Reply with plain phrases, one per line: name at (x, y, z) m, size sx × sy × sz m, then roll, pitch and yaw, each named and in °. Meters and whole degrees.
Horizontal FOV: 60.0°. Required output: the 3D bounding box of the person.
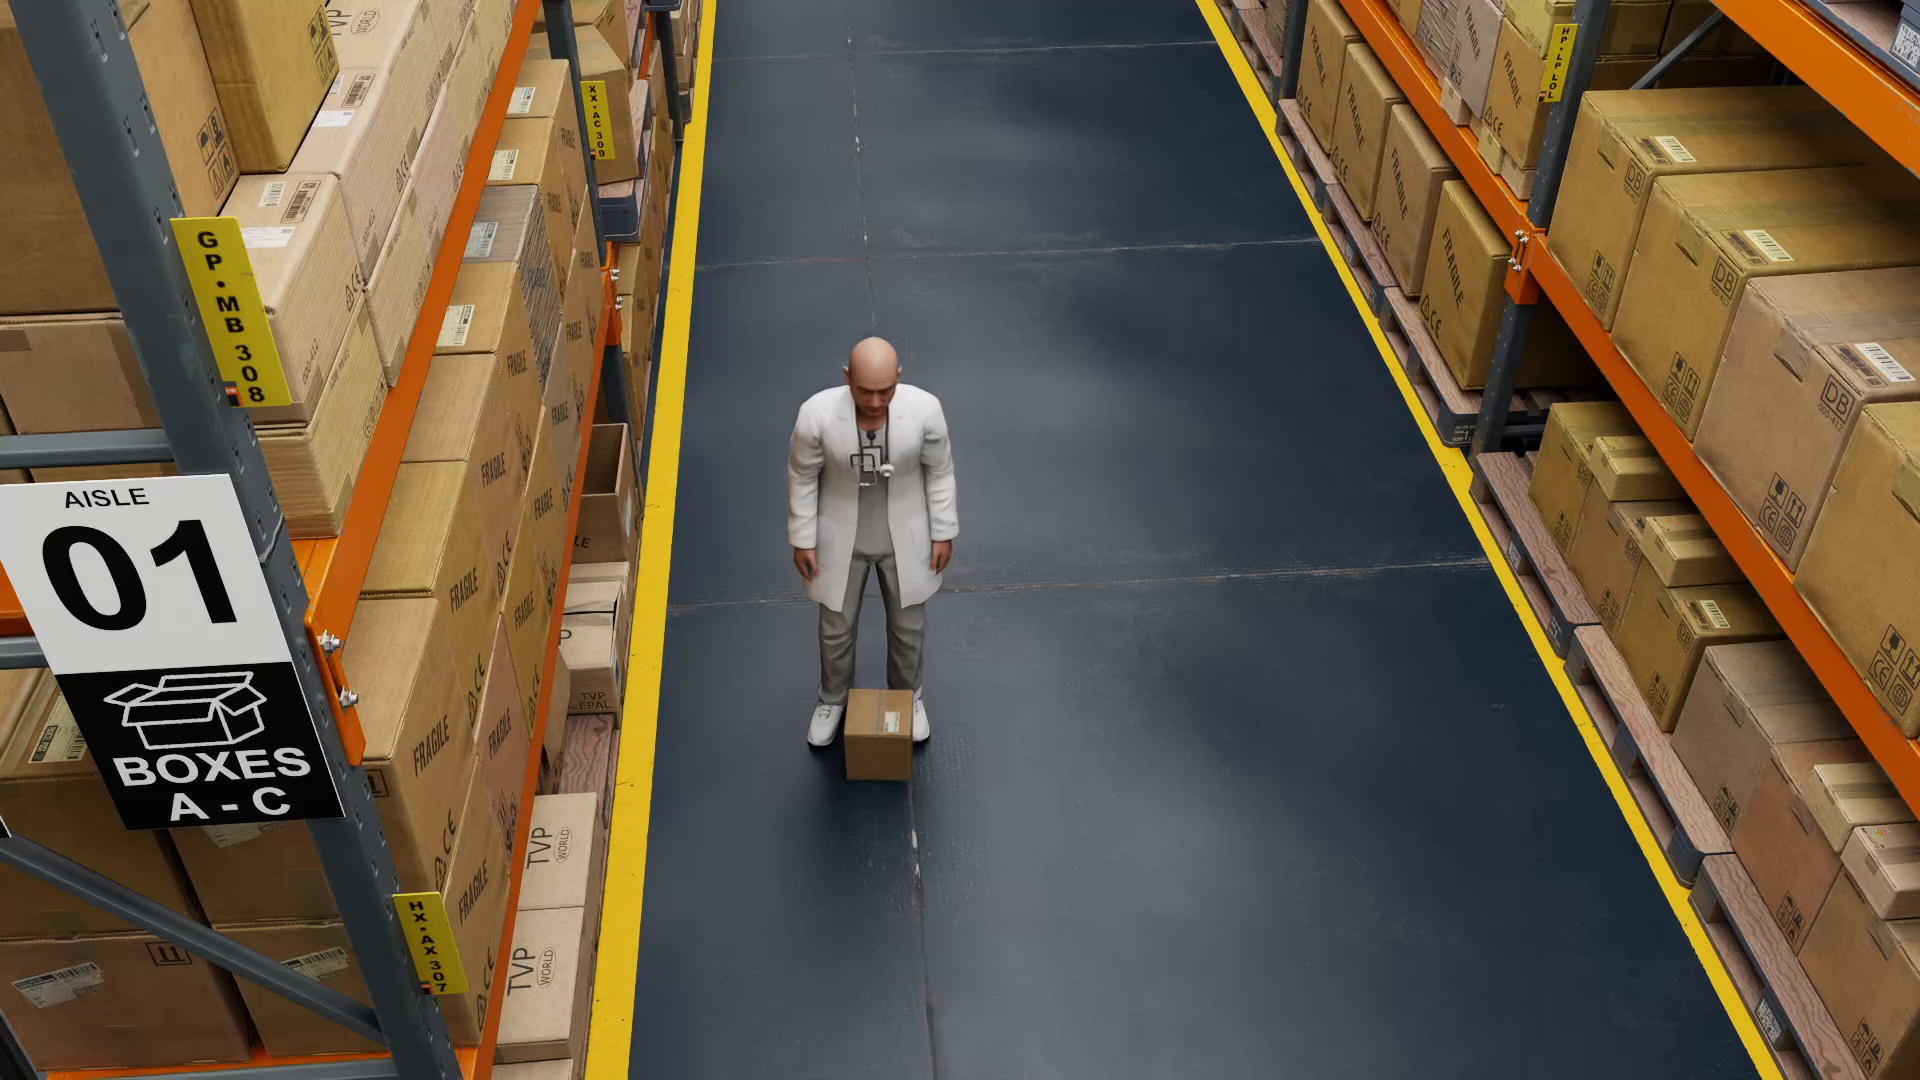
person at (-0.321, 0.001, 6.165) m, size 0.640 × 1.772 × 0.428 m, roll -3°, pitch 39°, yaw -3°
